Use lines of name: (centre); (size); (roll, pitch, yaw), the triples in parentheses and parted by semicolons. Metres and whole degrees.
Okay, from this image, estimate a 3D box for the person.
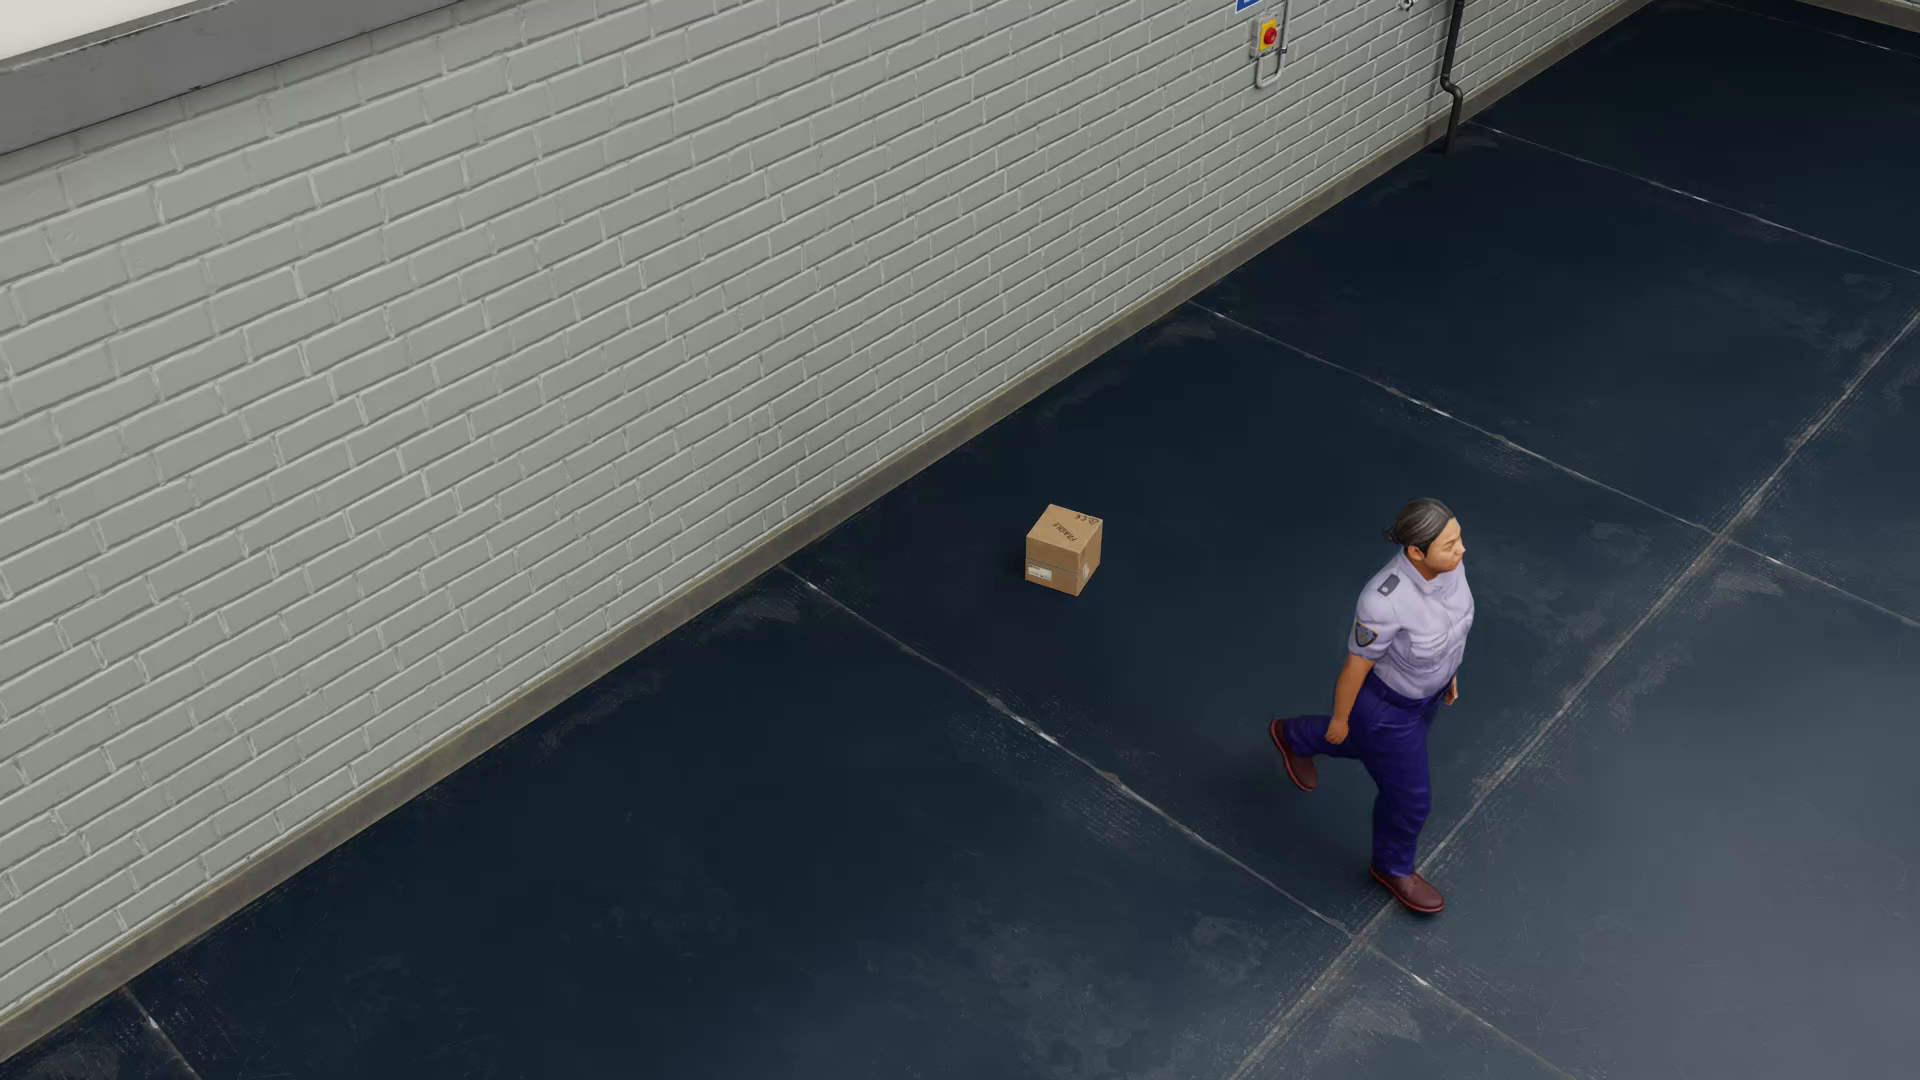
person: (1.429, 0.488, 5.585); (0.837, 1.580, 0.492); (30, 48, 32)
